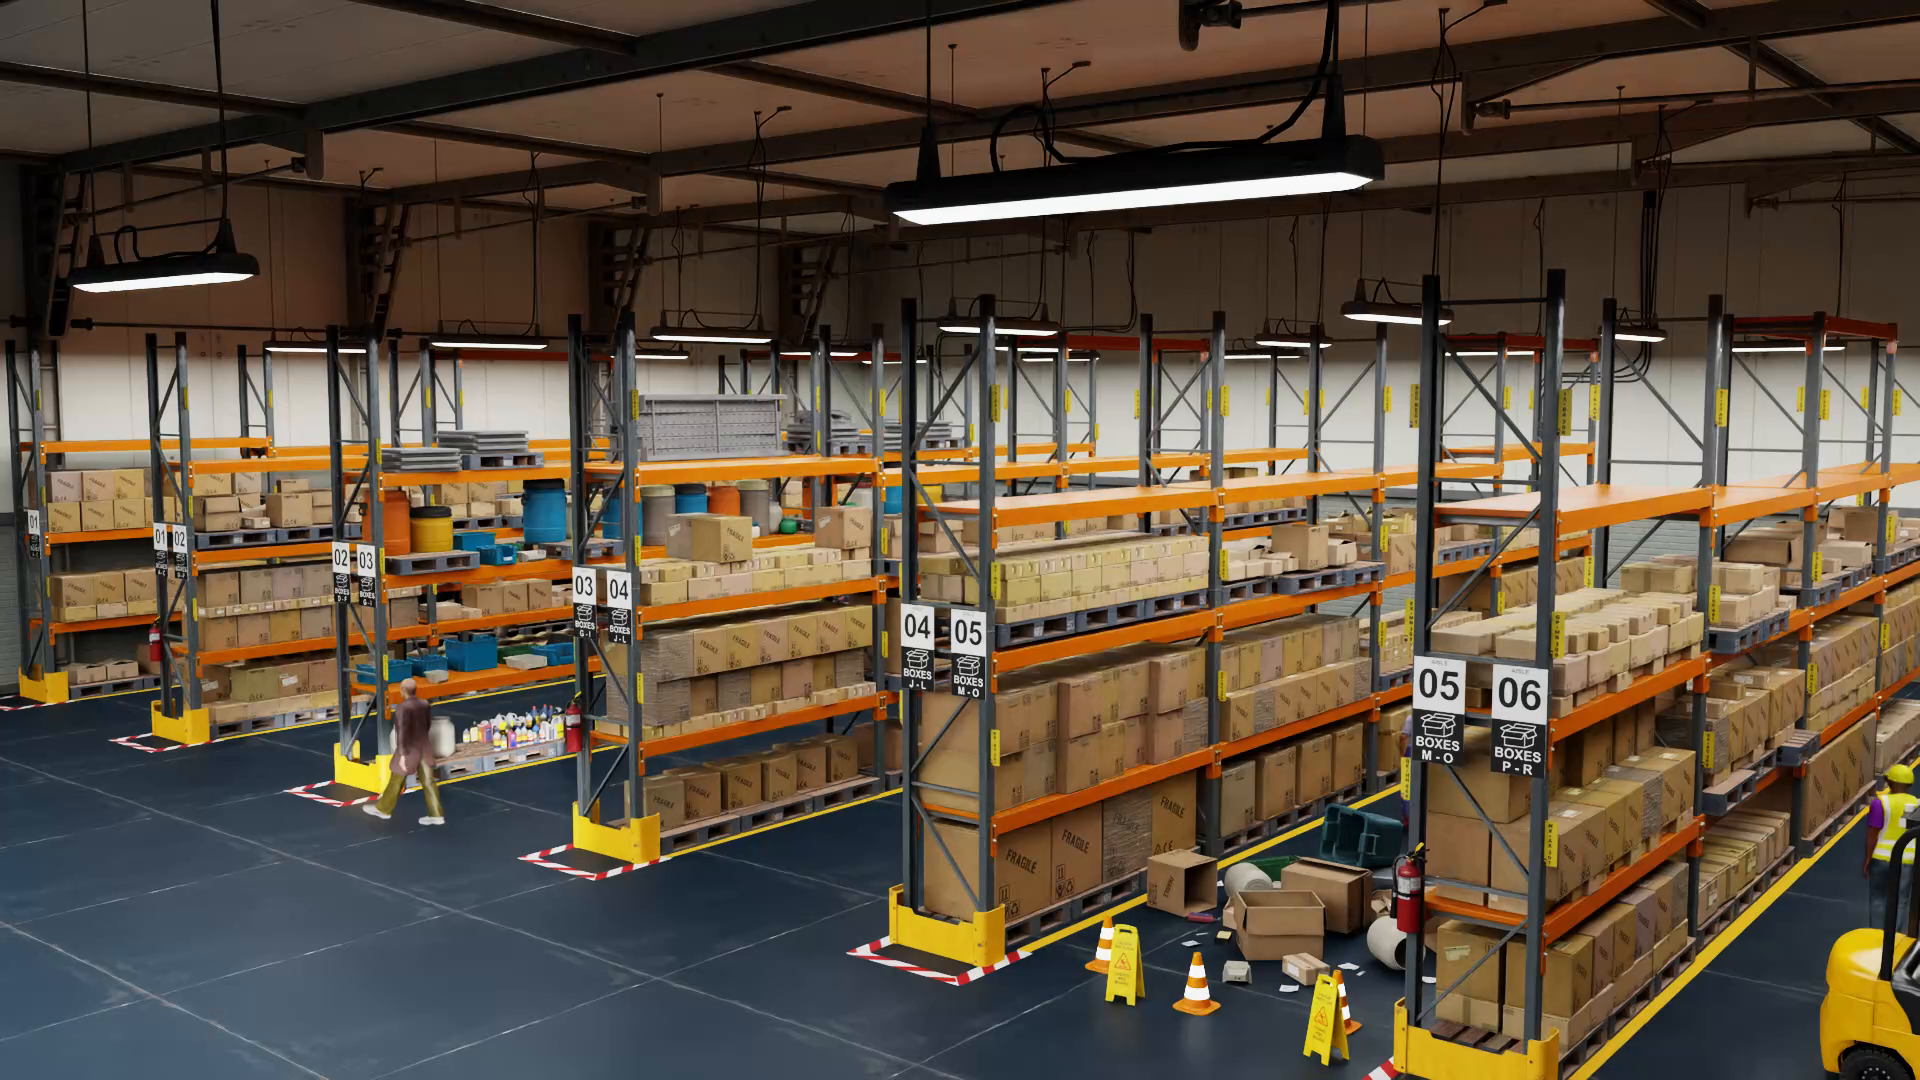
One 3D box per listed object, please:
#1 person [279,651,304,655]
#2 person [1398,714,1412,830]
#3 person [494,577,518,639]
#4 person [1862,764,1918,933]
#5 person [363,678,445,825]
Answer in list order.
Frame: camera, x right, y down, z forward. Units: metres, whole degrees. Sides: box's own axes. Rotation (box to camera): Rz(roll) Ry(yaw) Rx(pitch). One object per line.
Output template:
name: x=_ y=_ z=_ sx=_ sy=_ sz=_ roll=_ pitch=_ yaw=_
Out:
person: x=-11.204 y=1.839 z=27.694 sx=0.497 sy=1.628 sz=0.934 roll=3 pitch=6 yaw=27
person: x=5.400 y=2.636 z=19.456 sx=0.552 sy=1.581 sz=0.668 roll=2 pitch=6 yaw=25
person: x=-8.689 y=1.496 z=31.355 sx=0.528 sy=1.673 sz=0.978 roll=3 pitch=6 yaw=27
person: x=8.513 y=2.954 z=15.109 sx=0.533 sy=1.809 sz=0.602 roll=3 pitch=6 yaw=34
person: x=-6.575 y=2.498 z=19.793 sx=1.100 sy=1.727 sz=0.609 roll=3 pitch=6 yaw=32
